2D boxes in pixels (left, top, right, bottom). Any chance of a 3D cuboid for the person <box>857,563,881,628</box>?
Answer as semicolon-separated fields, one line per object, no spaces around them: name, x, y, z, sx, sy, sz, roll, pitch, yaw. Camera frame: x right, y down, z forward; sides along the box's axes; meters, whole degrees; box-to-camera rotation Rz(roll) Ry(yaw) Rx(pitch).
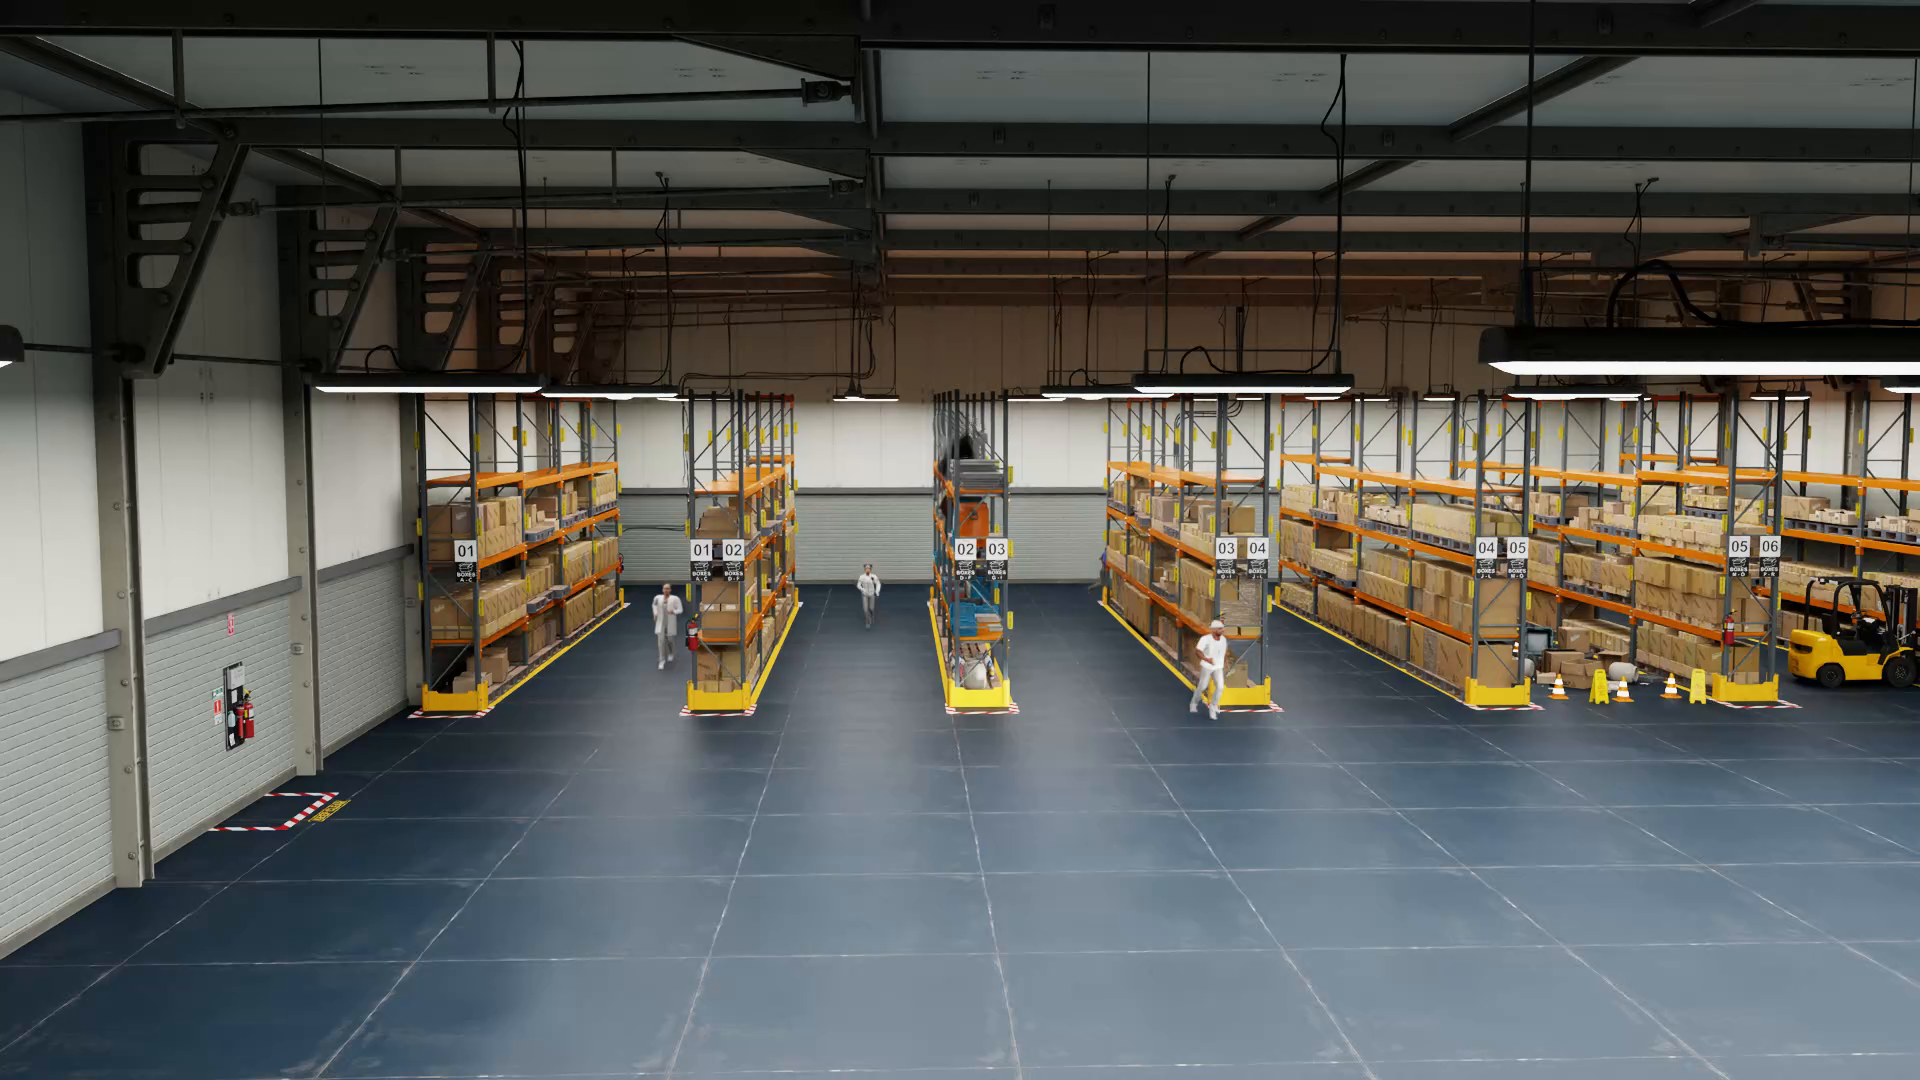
person;-2.340;1.424;42.613;0.604;1.659;0.538;0;5;-1

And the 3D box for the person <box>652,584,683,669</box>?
person;-6.406;1.863;36.349;0.705;1.792;1.046;0;5;0

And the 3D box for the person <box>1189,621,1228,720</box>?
person;4.639;2.373;30.493;0.763;1.801;0.673;-2;5;-22

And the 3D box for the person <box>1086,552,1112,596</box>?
person;4.217;0.975;48.767;1.011;1.546;0.609;0;5;3
